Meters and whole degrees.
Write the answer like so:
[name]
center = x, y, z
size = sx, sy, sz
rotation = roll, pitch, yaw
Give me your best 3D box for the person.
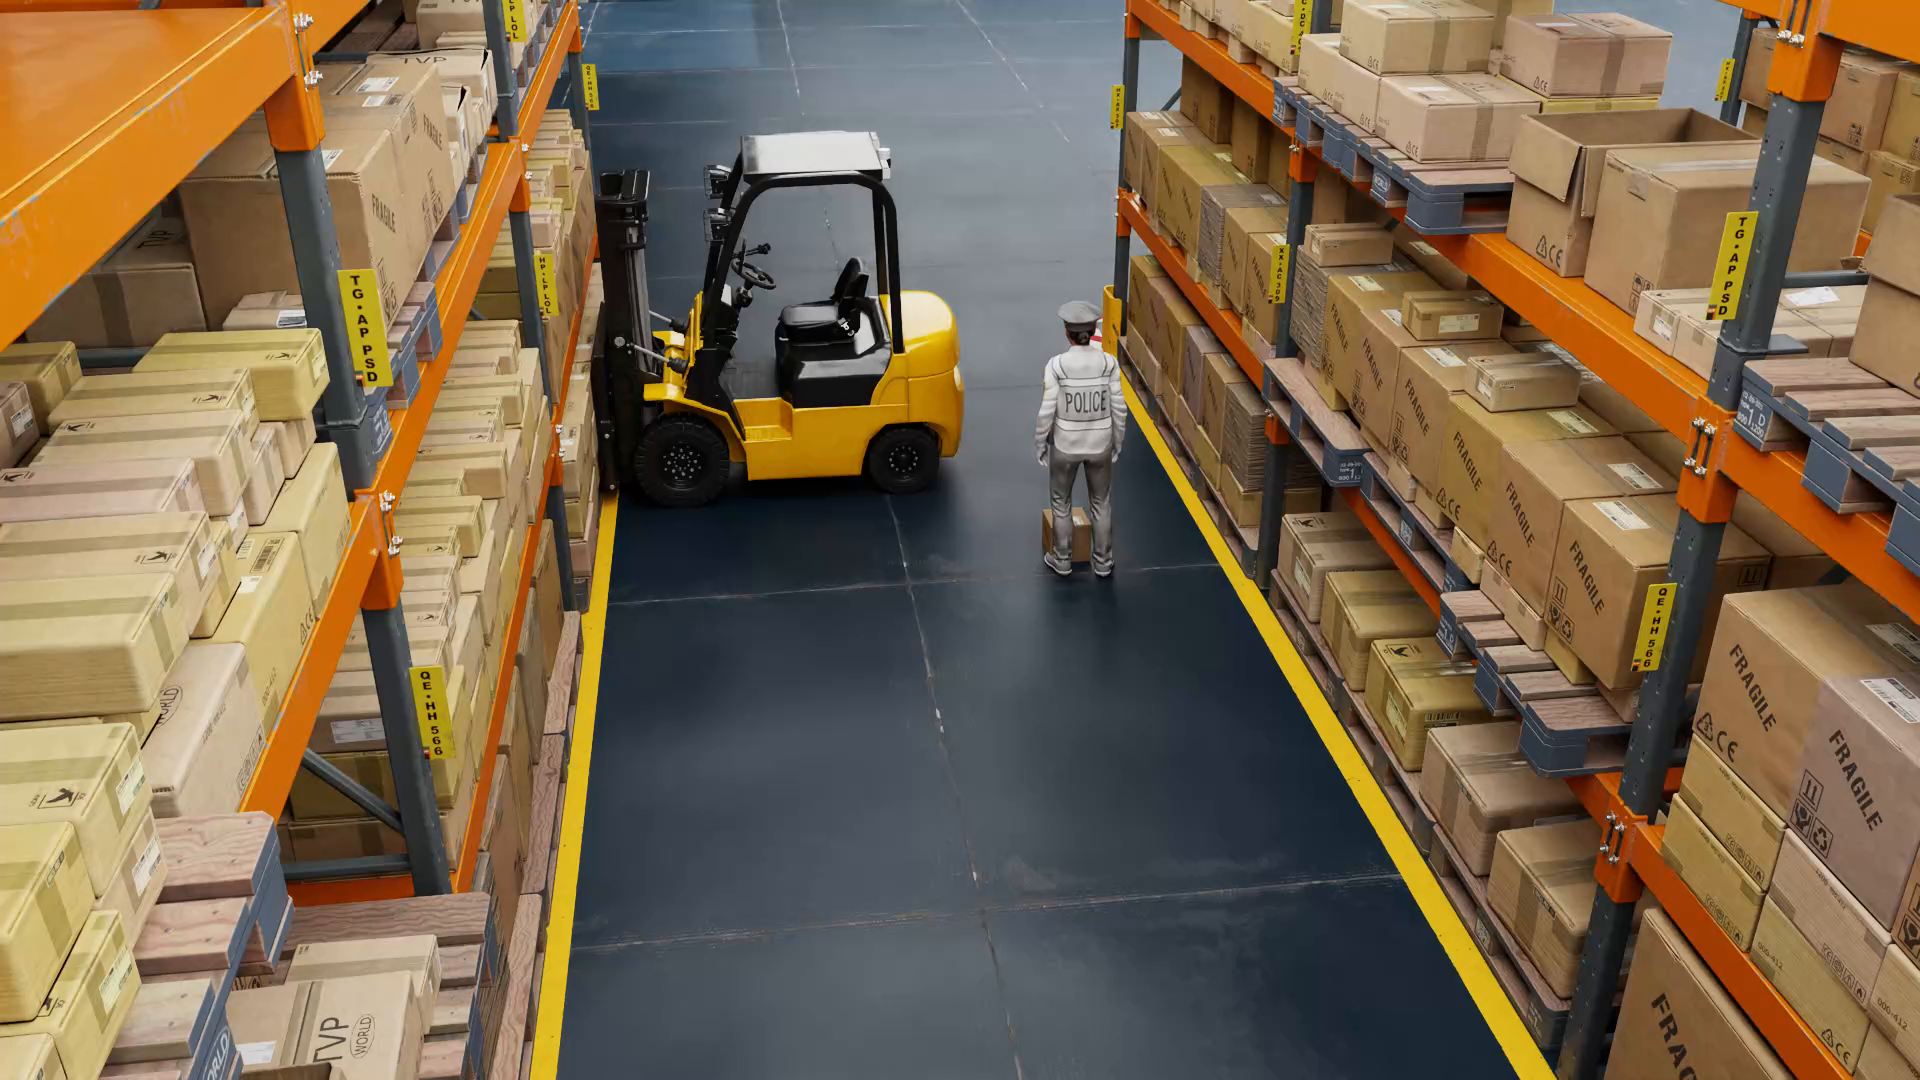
[person]
center = 0.696, -0.556, 9.690
size = 0.530, 1.664, 0.404
rotation = -3, 28, -7
